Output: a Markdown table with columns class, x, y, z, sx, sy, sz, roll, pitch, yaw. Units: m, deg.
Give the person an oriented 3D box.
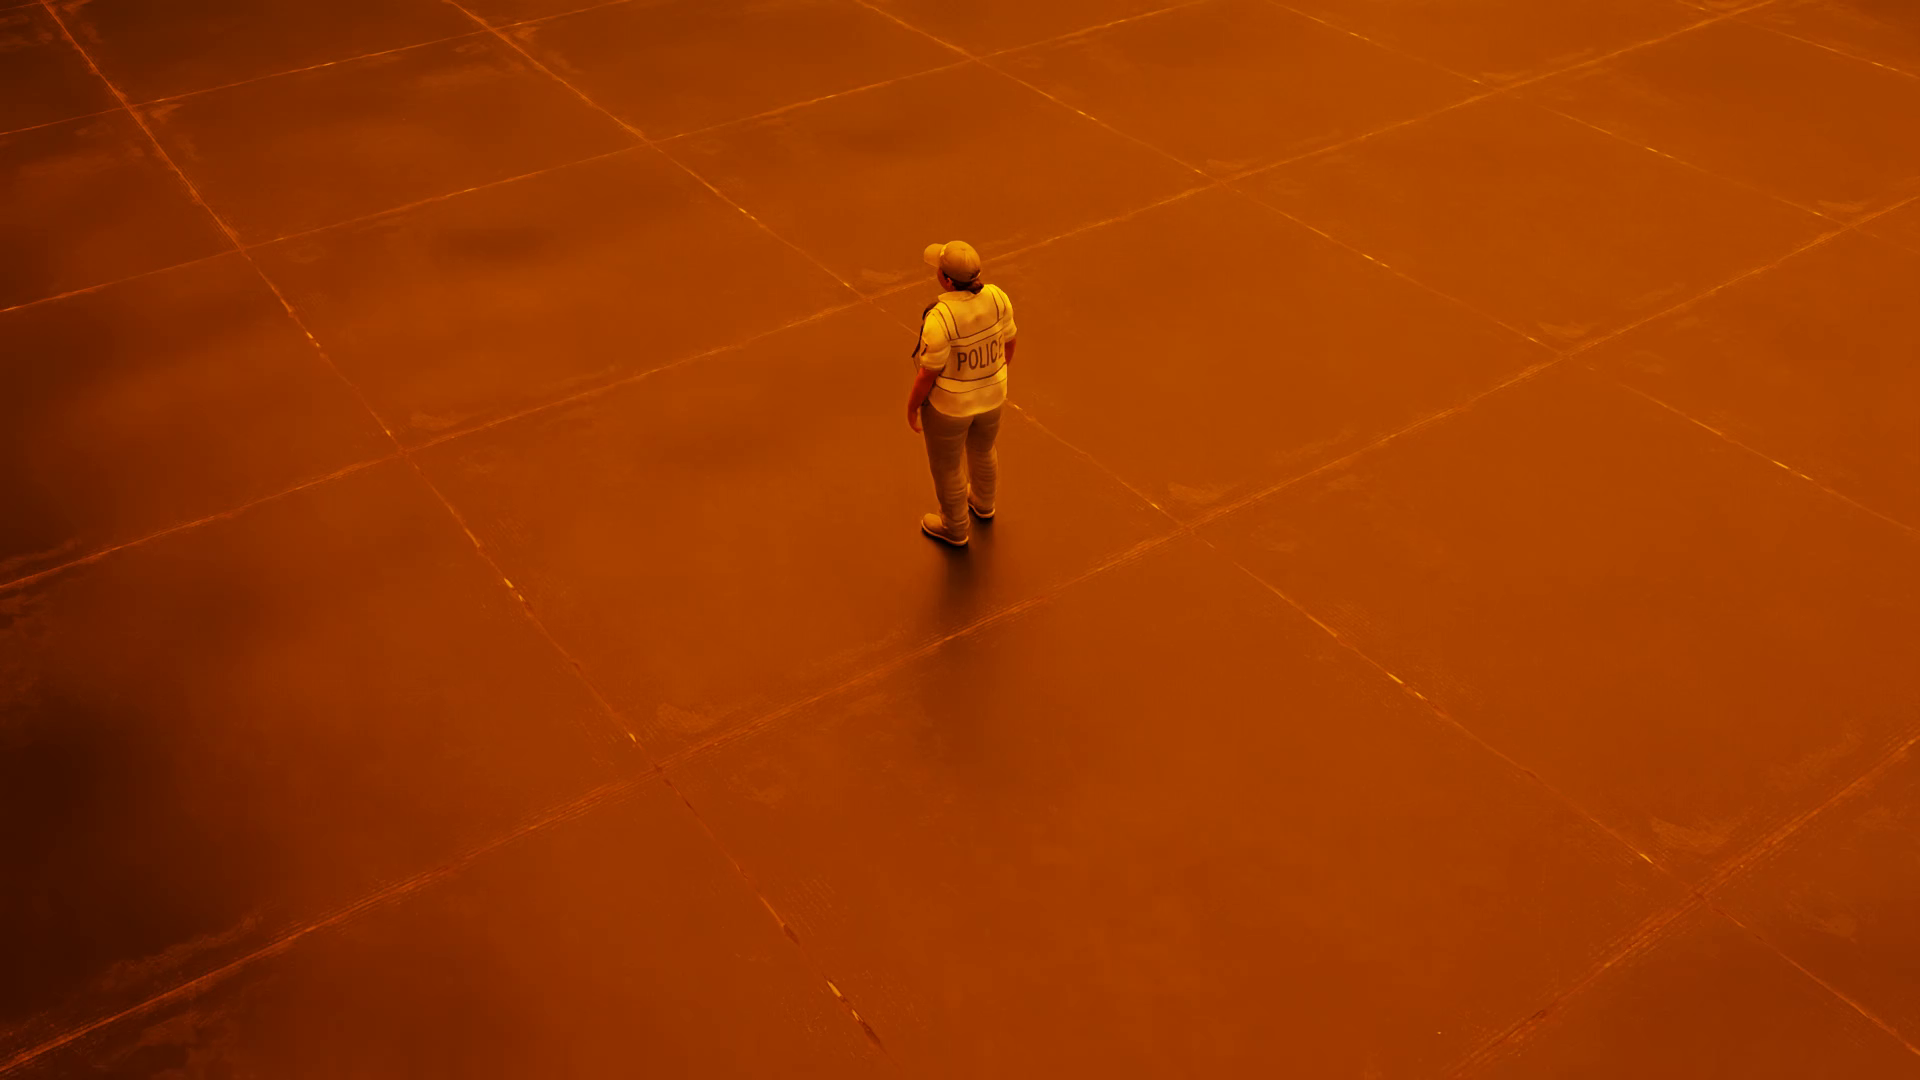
| class | x | y | z | sx | sy | sz | roll | pitch | yaw |
| --- | --- | --- | --- | --- | --- | --- | --- | --- | --- |
| person | -0.025 | -0.721 | 7.971 | 0.598 | 1.670 | 0.529 | -23 | 42 | -28 |
